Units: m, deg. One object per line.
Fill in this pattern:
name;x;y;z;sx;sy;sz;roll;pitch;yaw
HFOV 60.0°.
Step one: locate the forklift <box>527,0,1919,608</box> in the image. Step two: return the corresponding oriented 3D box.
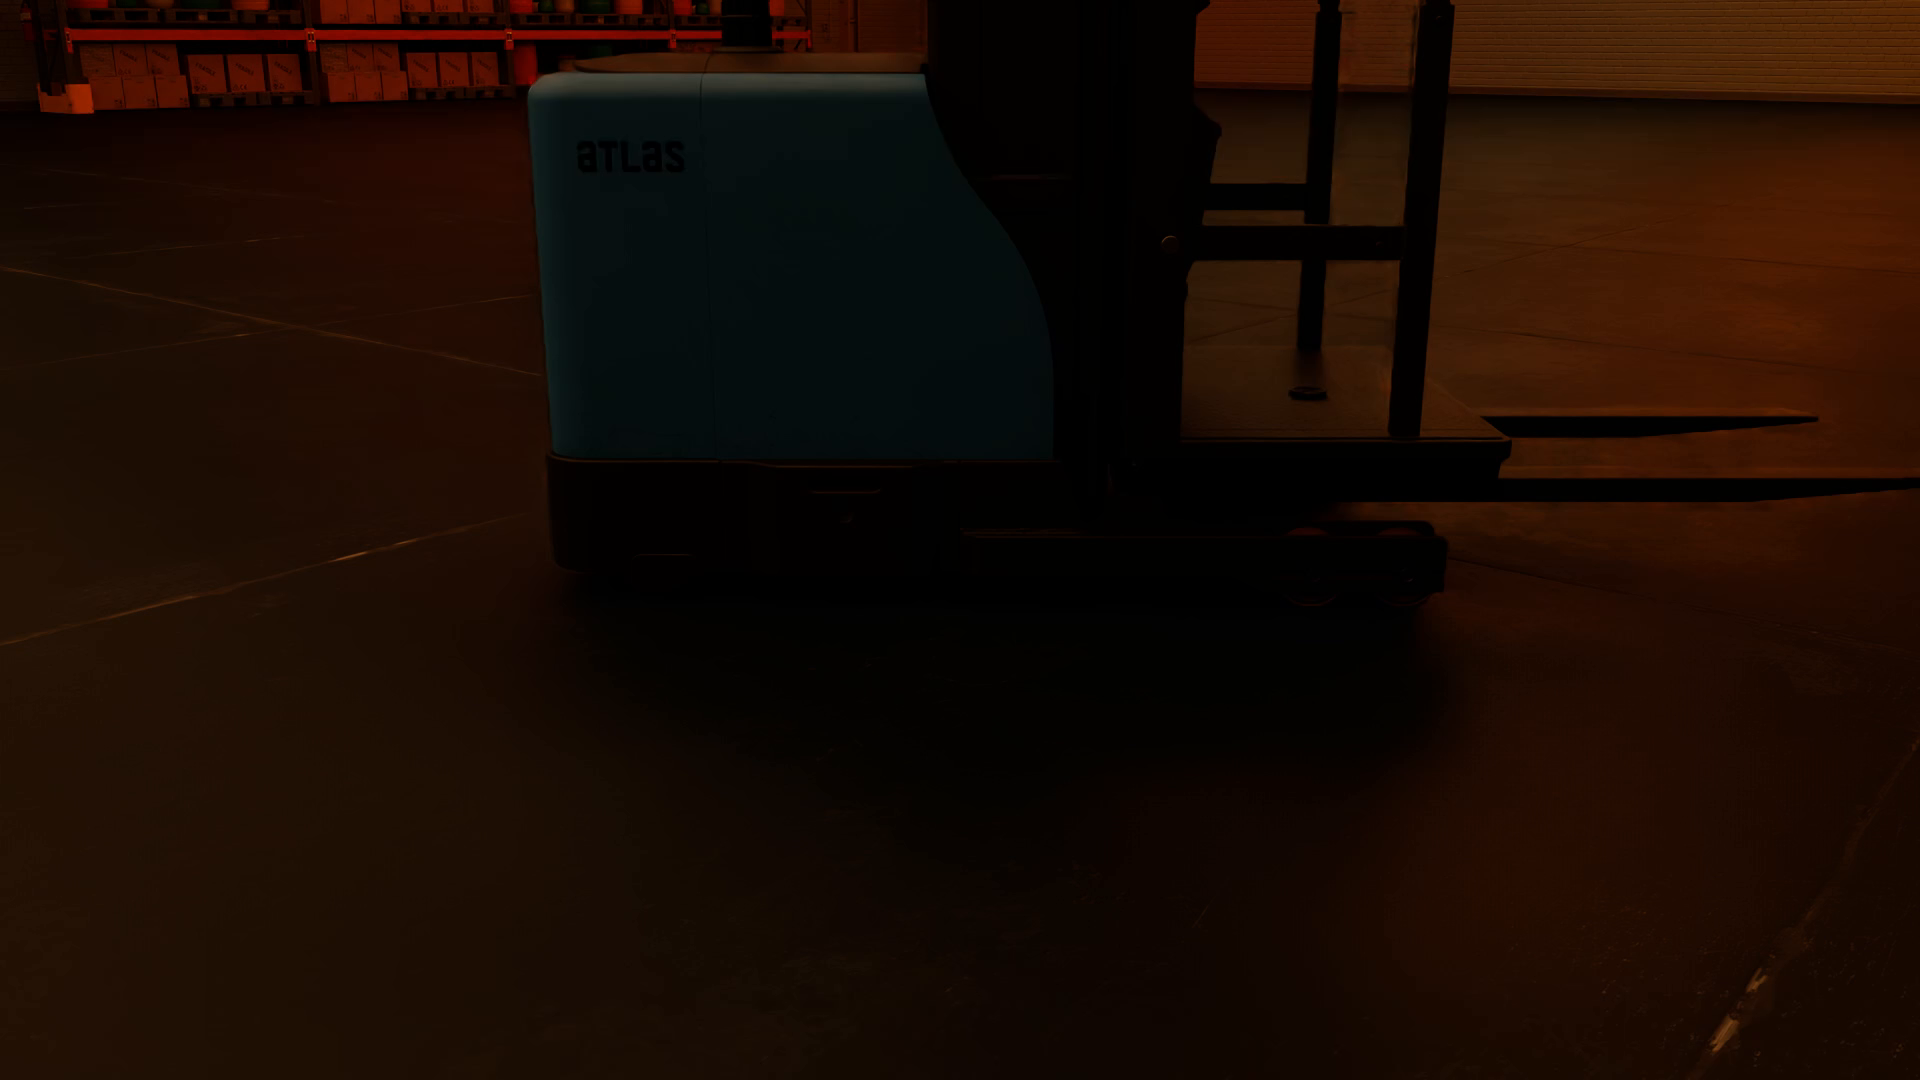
forklift;0.646;-1.417;3.562;3.031;2.935;1.130;0;17;0
